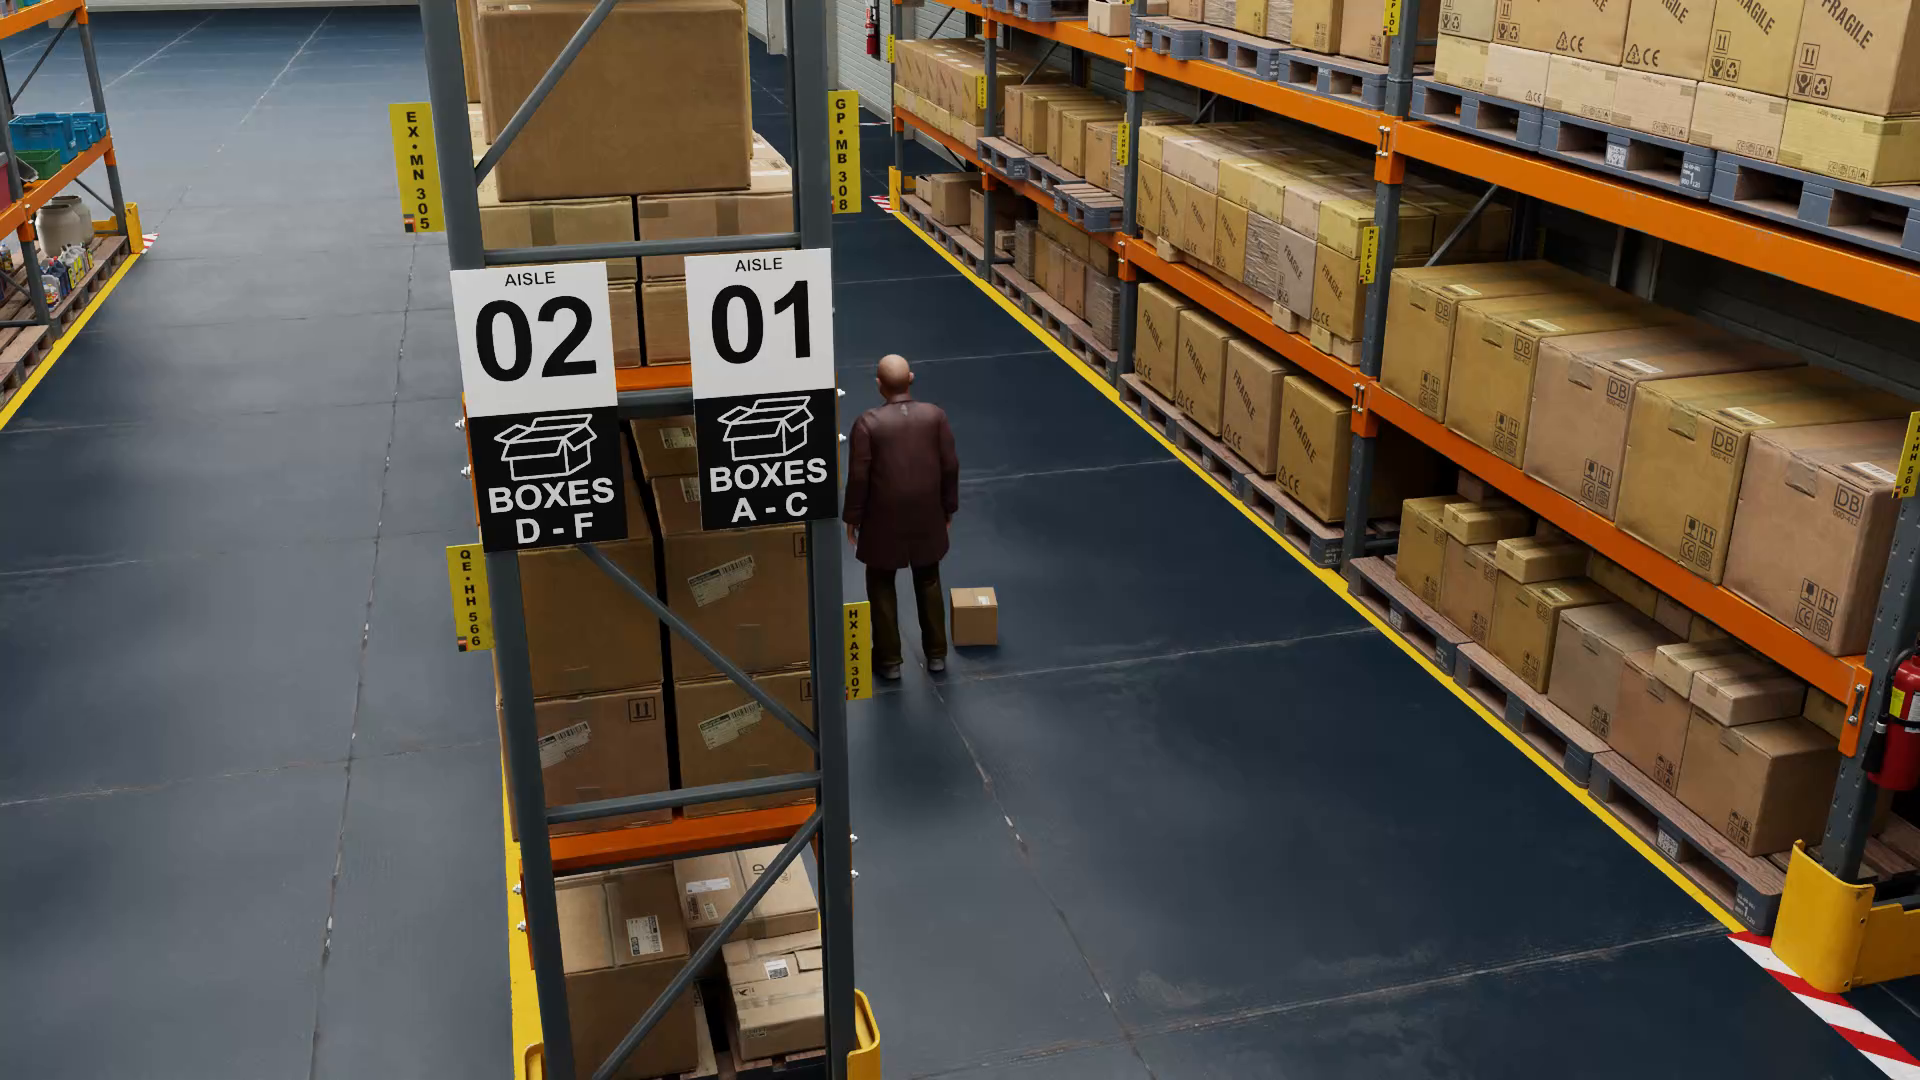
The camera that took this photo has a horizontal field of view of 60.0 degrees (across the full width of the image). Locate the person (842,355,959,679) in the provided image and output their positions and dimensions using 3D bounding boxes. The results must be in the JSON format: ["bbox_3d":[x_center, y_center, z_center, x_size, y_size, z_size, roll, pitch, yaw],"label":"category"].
[{"bbox_3d":[-0.314,-0.039,8.944,0.644,1.591,0.428,-7,24,-17],"label":"person"}]
